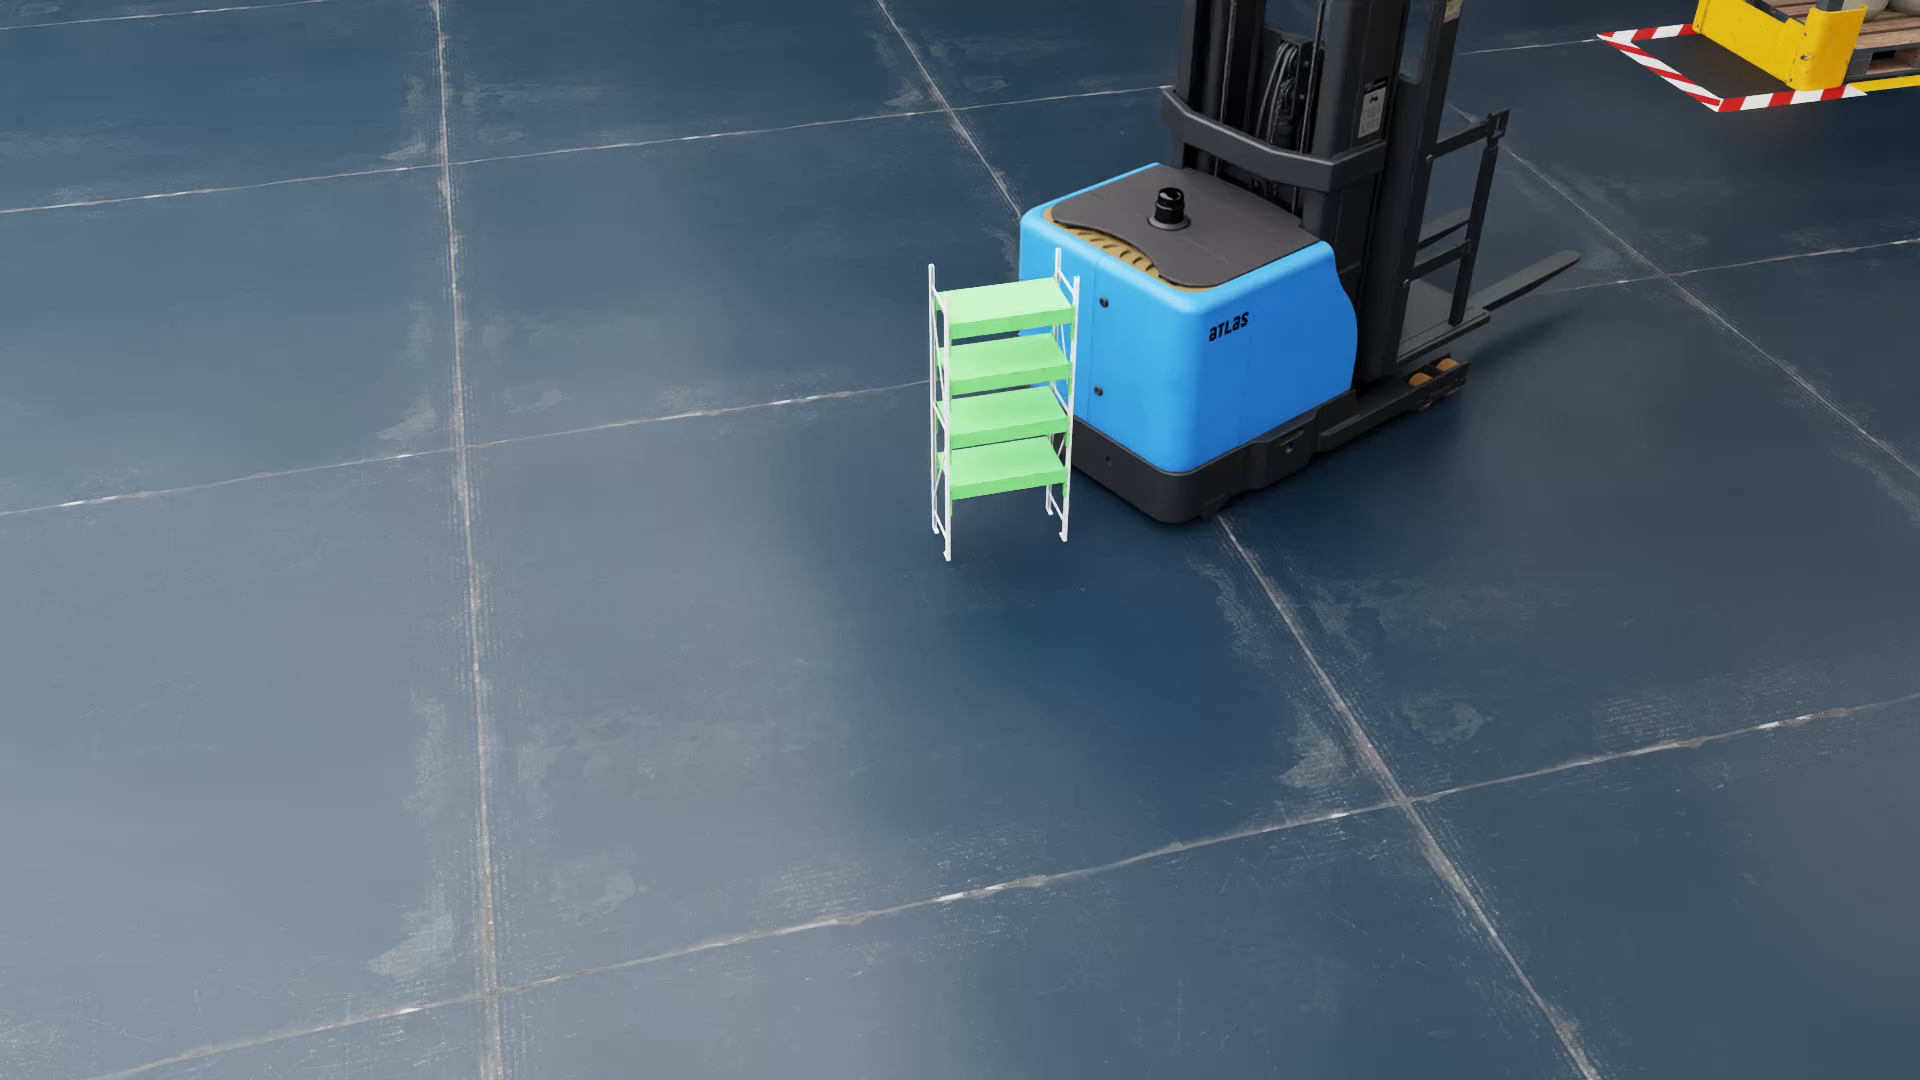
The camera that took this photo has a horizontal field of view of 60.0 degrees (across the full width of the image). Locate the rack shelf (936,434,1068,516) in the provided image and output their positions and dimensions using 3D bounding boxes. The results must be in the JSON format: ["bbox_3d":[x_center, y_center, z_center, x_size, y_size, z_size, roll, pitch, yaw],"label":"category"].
[{"bbox_3d":[0.160,-0.261,6.604,0.480,0.148,0.258,-9,38,-12],"label":"rack shelf"}]

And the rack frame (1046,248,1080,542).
[{"bbox_3d":[0.395,-0.541,6.470,0.015,1.200,0.240,-9,38,-12],"label":"rack frame"}]

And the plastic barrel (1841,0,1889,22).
[{"bbox_3d":[5.825,-3.655,10.761,0.421,0.512,0.421,0,37,0],"label":"plastic barrel"}]

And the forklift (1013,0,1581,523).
[{"bbox_3d":[1.692,-1.975,6.920,3.031,2.935,1.130,-26,45,-30],"label":"forklift"}]

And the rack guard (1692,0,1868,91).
[{"bbox_3d":[5.271,-3.374,10.749,0.348,0.500,1.175,-9,38,-12],"label":"rack guard"}]

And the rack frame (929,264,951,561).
[{"bbox_3d":[-0.076,-0.464,6.369,0.015,1.200,0.240,-9,38,-12],"label":"rack frame"}]

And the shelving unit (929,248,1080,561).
[{"bbox_3d":[0.160,-0.503,6.420,0.503,1.200,0.258,-9,38,-12],"label":"shelving unit"}]

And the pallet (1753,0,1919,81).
[{"bbox_3d":[6.056,-3.385,11.001,1.213,0.211,1.003,-9,38,-12],"label":"pallet"}]

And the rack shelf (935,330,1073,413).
[{"bbox_3d":[0.160,-0.643,6.313,0.480,0.148,0.258,-9,38,-12],"label":"rack shelf"}]

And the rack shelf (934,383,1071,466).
[{"bbox_3d":[0.160,-0.452,6.459,0.480,0.148,0.258,-9,38,-12],"label":"rack shelf"}]

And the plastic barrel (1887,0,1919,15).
[{"bbox_3d":[6.309,-3.734,10.865,0.421,0.512,0.421,0,37,0],"label":"plastic barrel"}]

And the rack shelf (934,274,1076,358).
[{"bbox_3d":[0.160,-0.833,6.167,0.480,0.148,0.258,-9,38,-12],"label":"rack shelf"}]

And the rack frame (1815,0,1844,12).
[{"bbox_3d":[5.209,-4.327,9.938,0.127,3.000,1.000,-9,38,-12],"label":"rack frame"}]
